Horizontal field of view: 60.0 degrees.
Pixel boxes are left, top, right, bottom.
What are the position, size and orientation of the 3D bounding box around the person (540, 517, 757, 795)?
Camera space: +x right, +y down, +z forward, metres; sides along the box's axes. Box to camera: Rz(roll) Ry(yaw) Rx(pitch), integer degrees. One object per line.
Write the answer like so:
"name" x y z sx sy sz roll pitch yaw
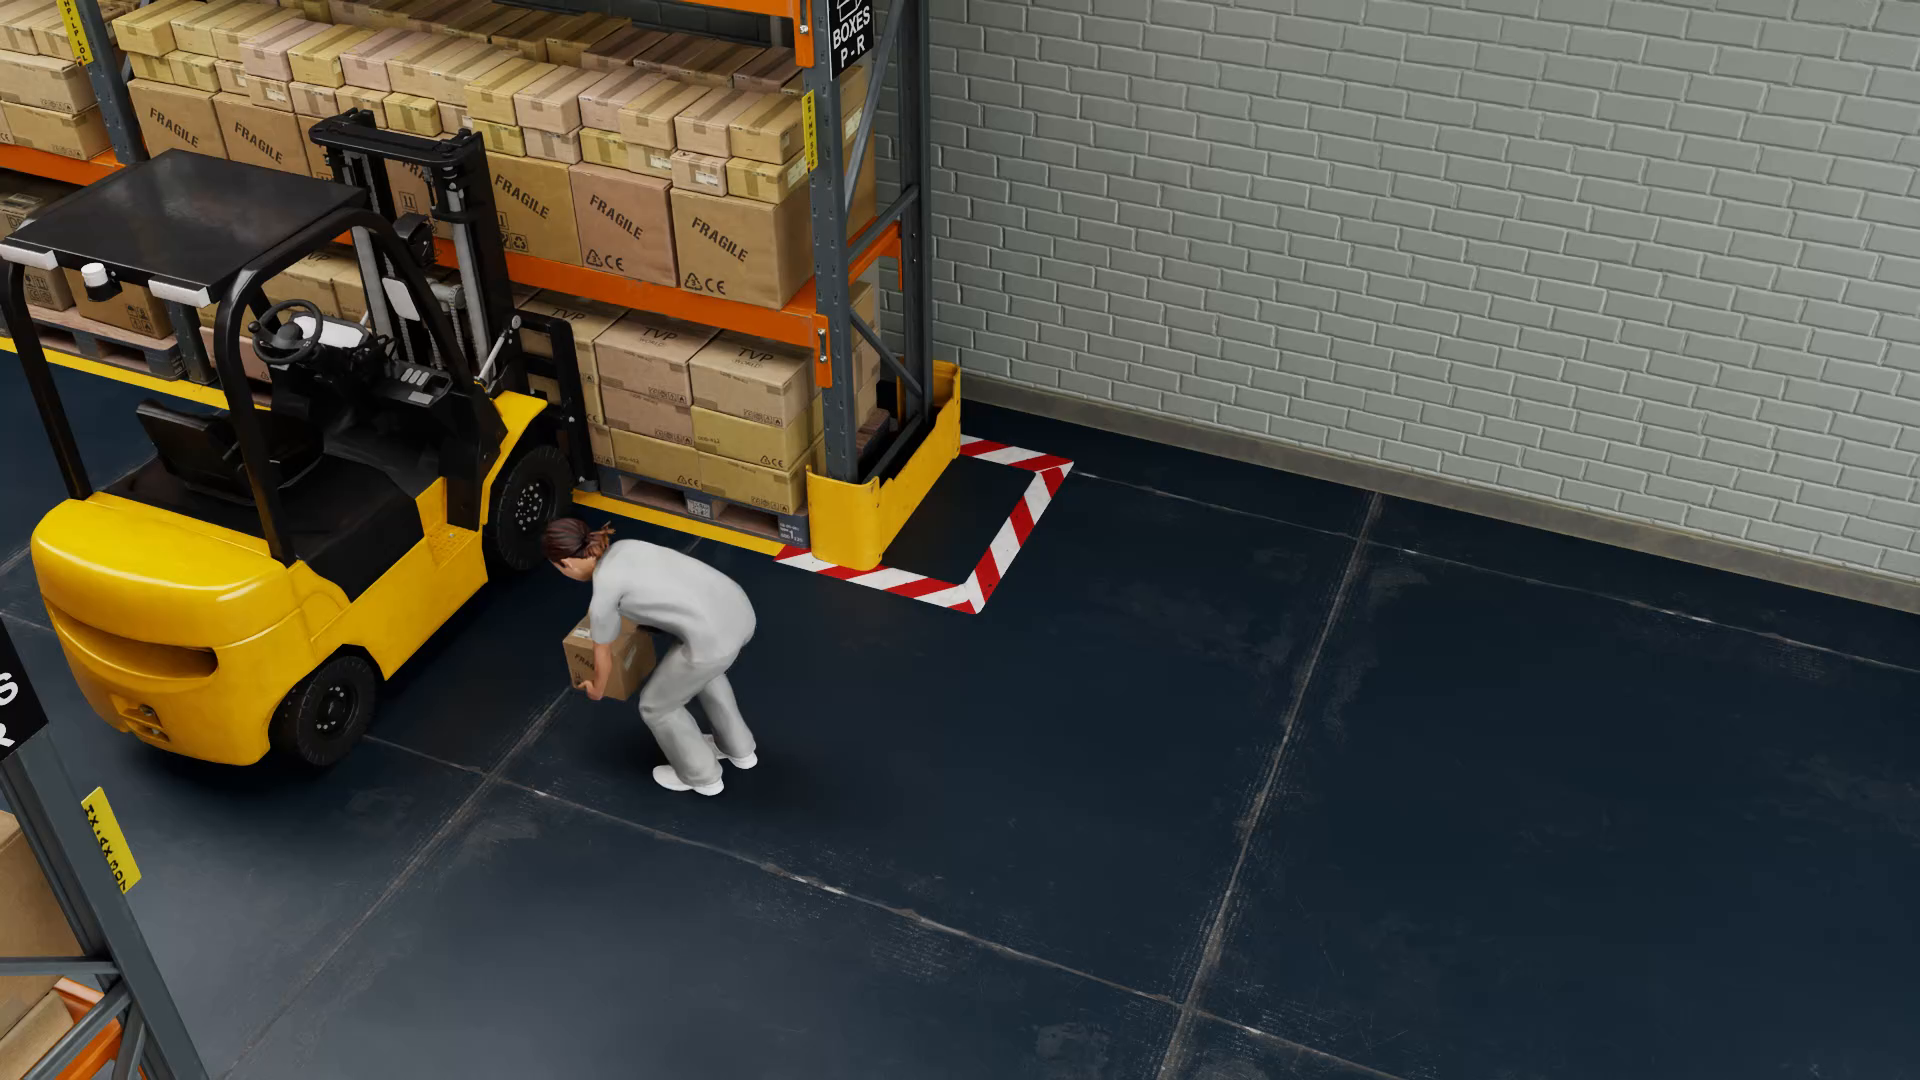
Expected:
"person" -1.209 0.459 6.624 0.844 1.188 0.429 13 39 16
